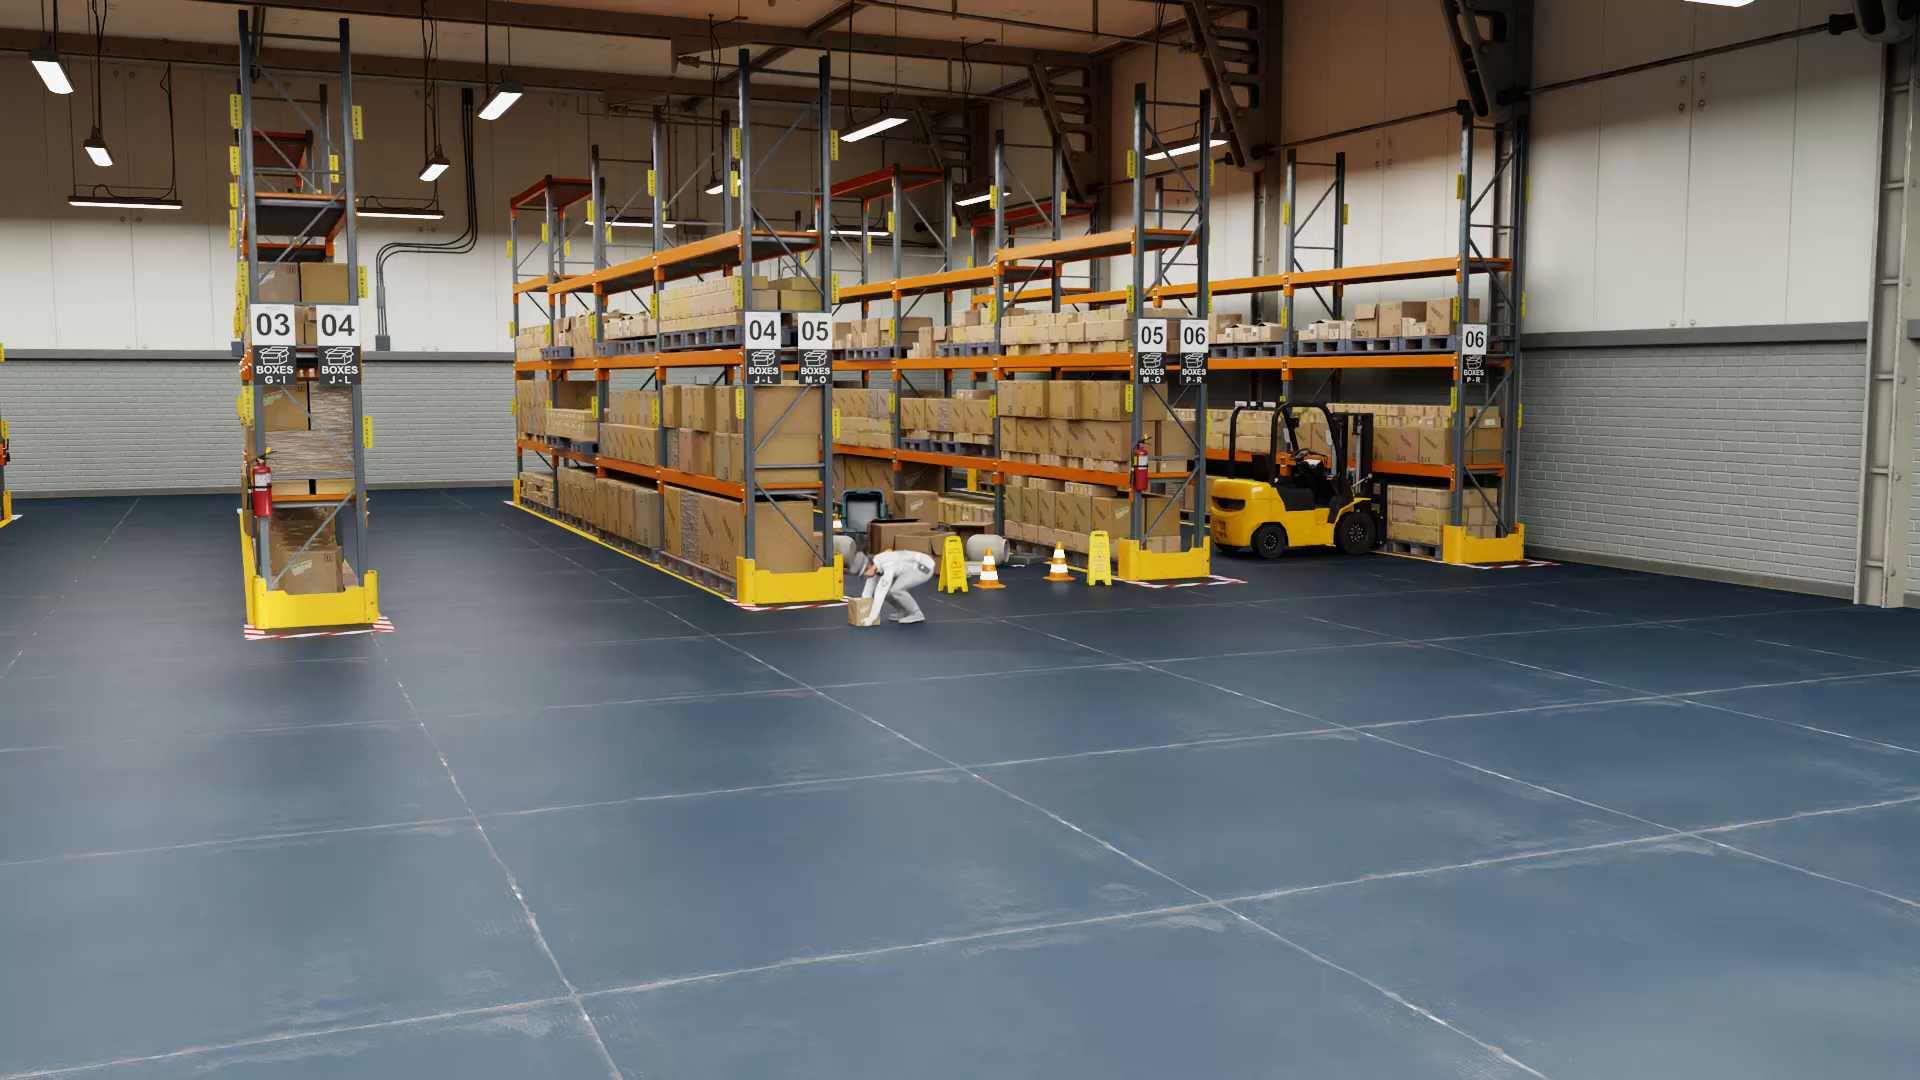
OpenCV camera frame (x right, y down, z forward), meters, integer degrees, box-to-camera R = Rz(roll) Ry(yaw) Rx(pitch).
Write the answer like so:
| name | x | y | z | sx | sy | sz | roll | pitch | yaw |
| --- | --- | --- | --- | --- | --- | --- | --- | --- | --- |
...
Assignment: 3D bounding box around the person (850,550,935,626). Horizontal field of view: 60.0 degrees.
| name | x | y | z | sx | sy | sz | roll | pitch | yaw |
| --- | --- | --- | --- | --- | --- | --- | --- | --- | --- |
| person | -0.697 | 0.478 | 16.935 | 0.915 | 0.758 | 0.456 | -3 | 6 | -25 |
